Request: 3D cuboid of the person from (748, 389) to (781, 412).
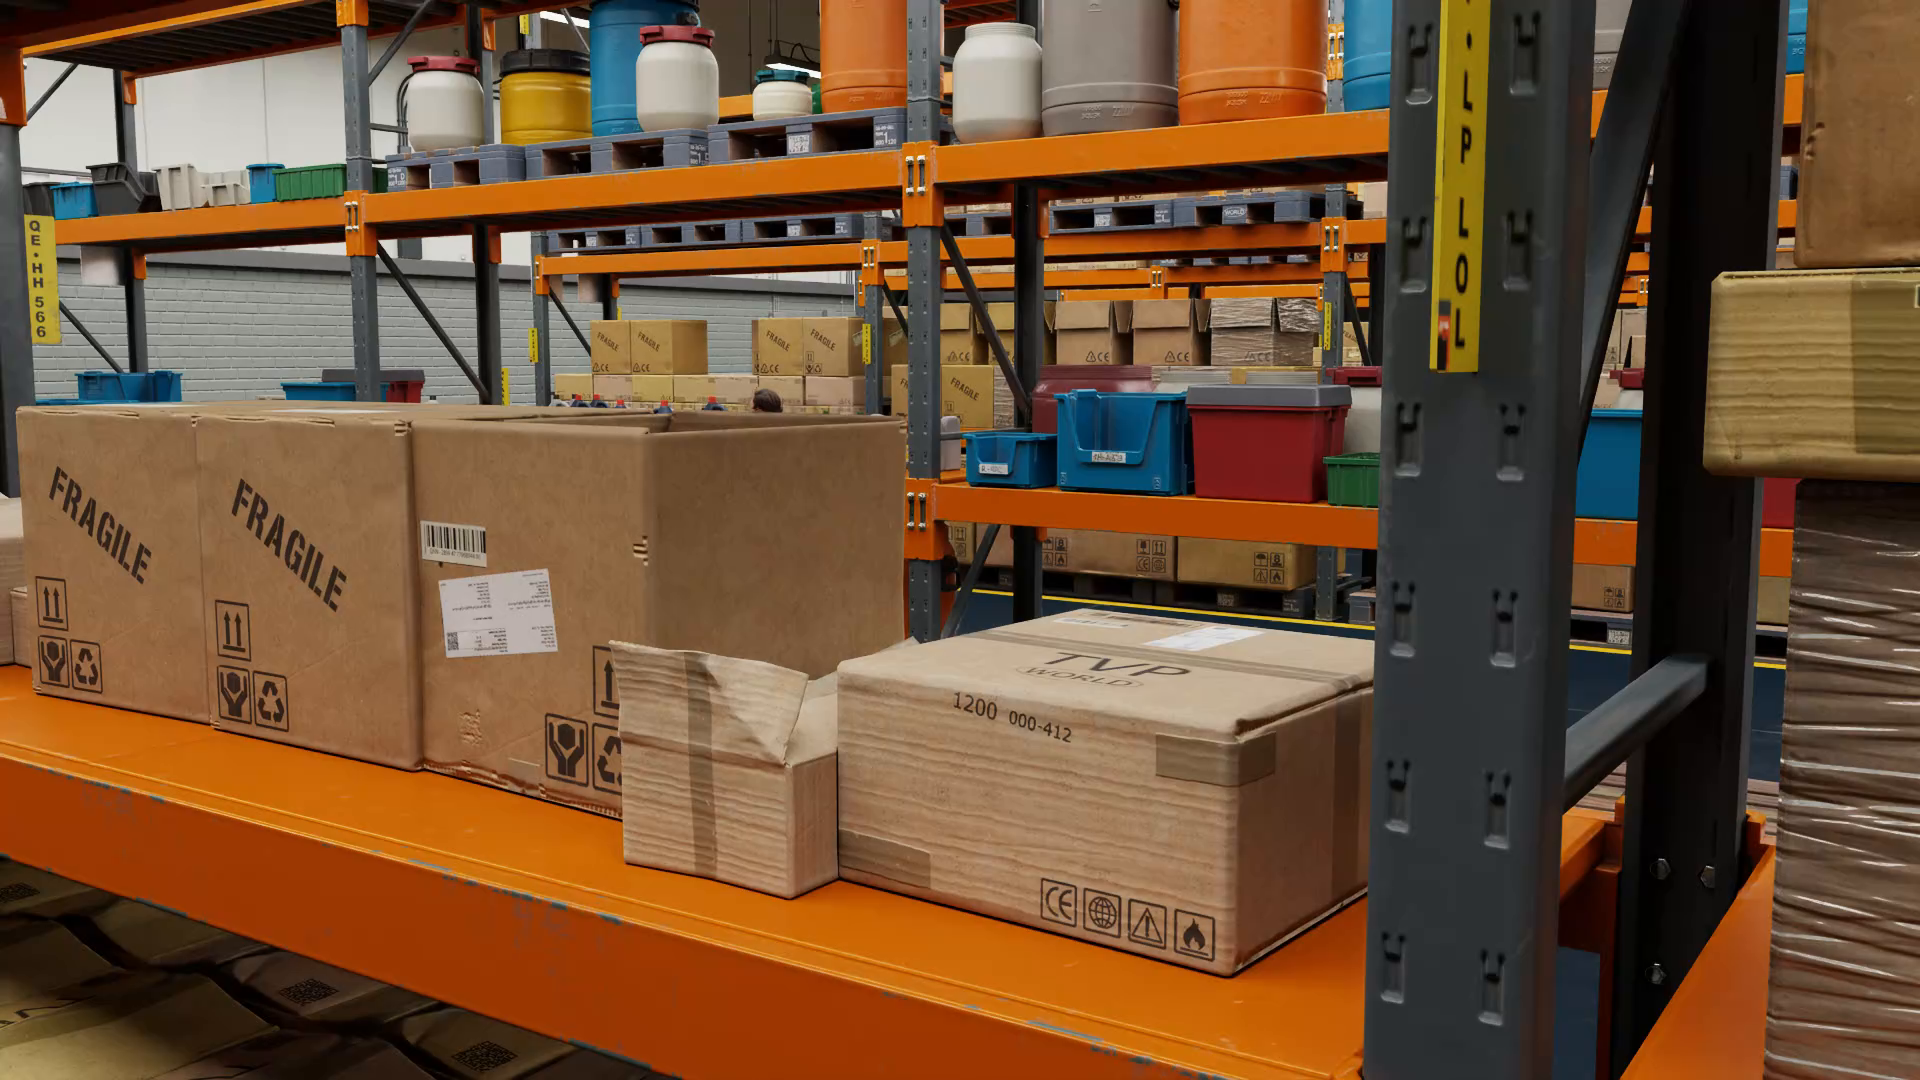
[{"bbox_3d":[-1.316,-0.204,11.260,0.886,1.632,0.452,4,7,30],"label":"person"}]
